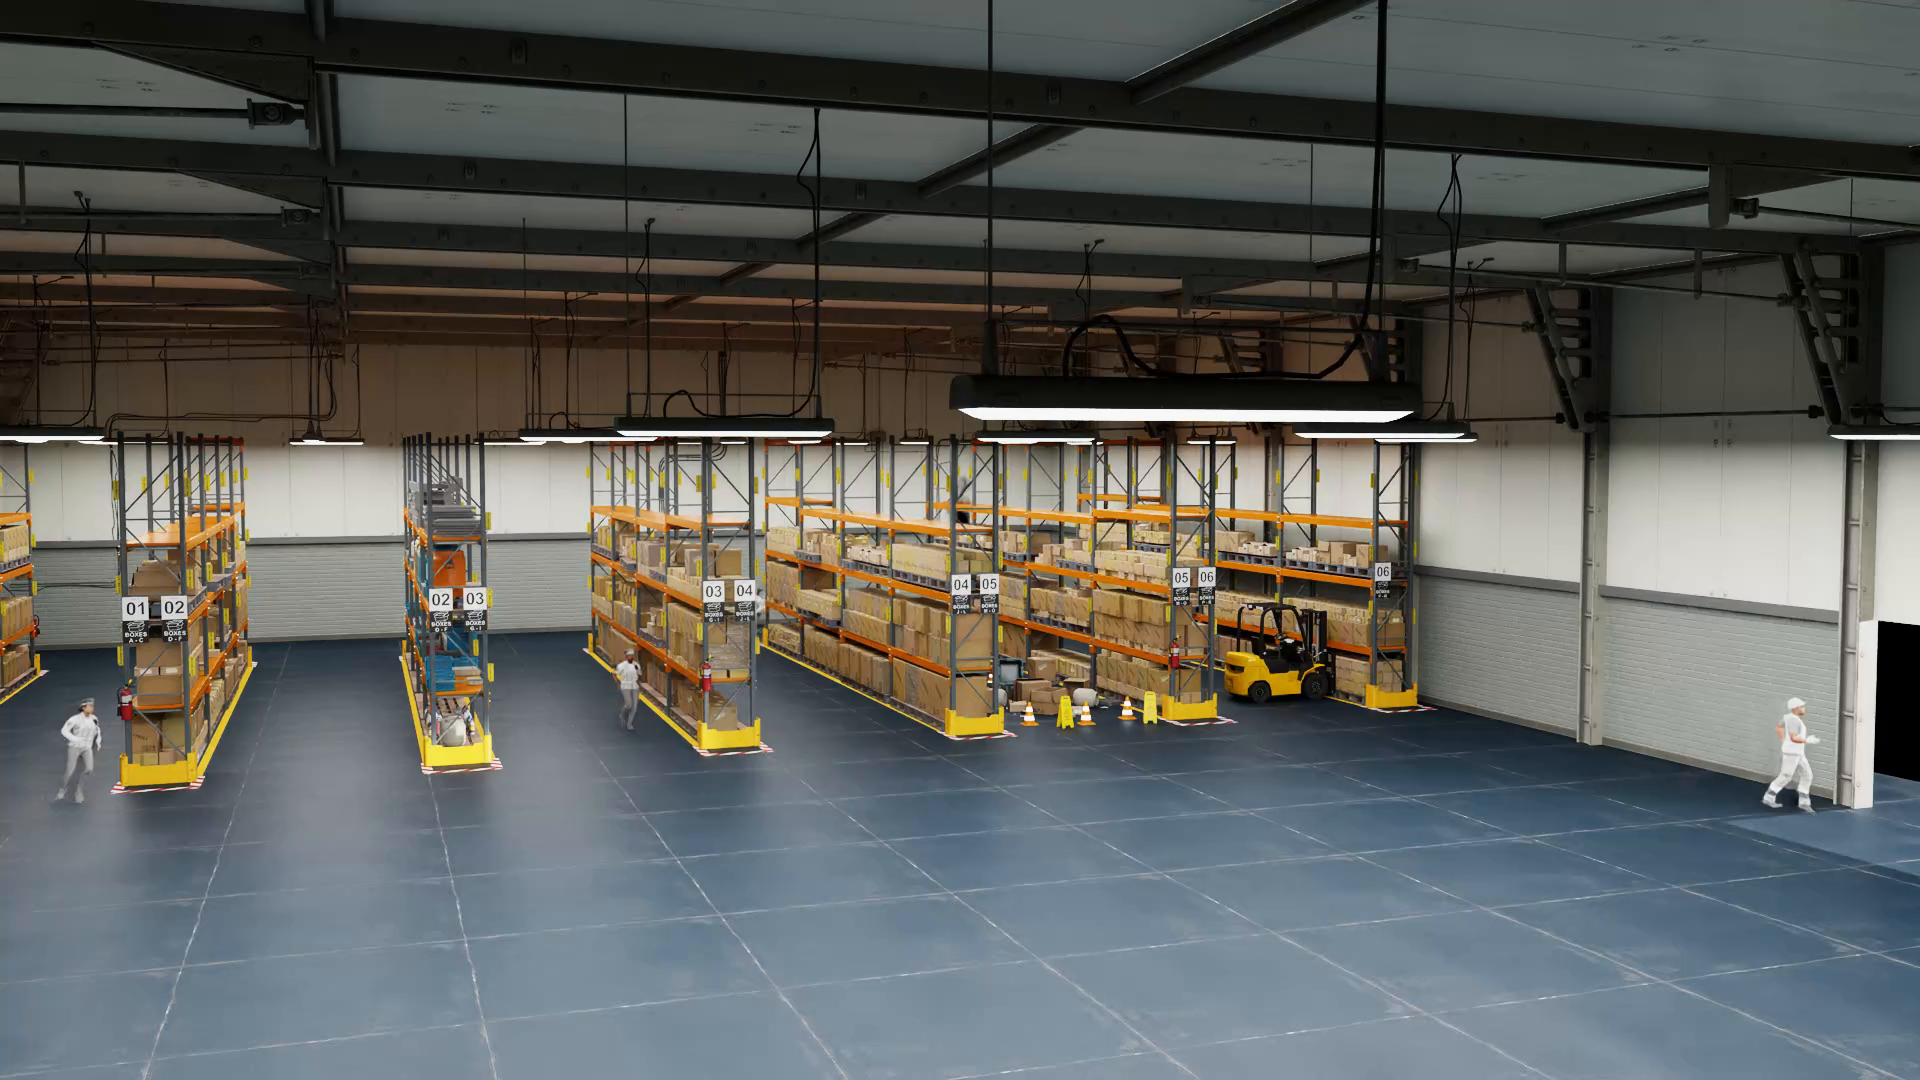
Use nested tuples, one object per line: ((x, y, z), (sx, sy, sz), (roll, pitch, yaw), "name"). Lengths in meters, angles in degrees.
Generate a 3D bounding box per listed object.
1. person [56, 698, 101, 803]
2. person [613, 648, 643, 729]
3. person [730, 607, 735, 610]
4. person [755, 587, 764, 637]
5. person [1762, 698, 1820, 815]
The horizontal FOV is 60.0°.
((-14.287, 3.401, 27.061), (0.613, 1.645, 0.752), (2, 4, 35), "person")
((-6.669, 3.023, 33.650), (0.560, 1.654, 0.569), (-2, 4, -32), "person")
((-6.703, 2.181, 48.528), (0.762, 1.770, 0.663), (3, 4, 42), "person")
((-6.015, 2.206, 49.012), (0.629, 1.674, 0.543), (2, 4, 38), "person")
((13.027, 3.388, 26.050), (0.798, 1.842, 0.636), (2, 4, 33), "person")
